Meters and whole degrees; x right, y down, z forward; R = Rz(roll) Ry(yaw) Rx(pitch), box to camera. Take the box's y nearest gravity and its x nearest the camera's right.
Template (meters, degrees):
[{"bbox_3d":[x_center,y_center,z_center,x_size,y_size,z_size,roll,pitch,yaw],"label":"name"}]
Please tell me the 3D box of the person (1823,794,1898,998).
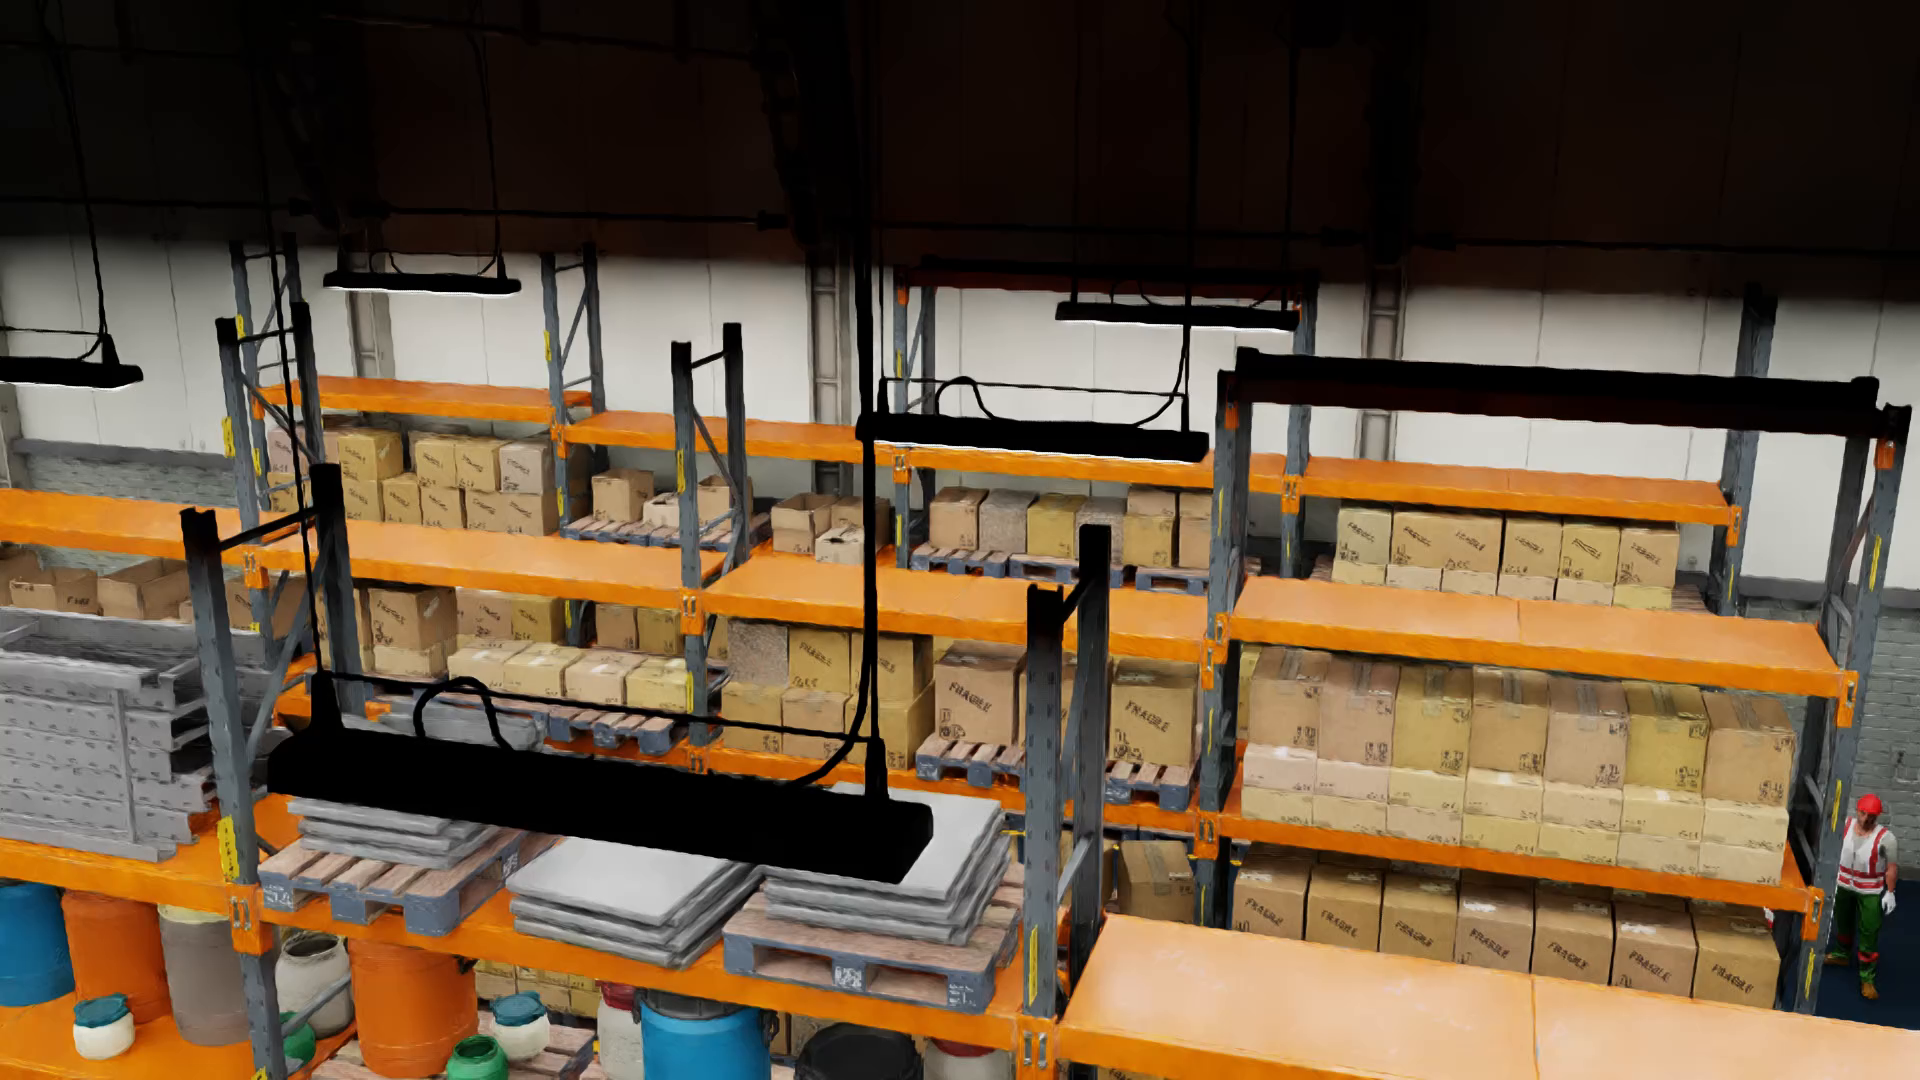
[{"bbox_3d":[8.010,3.093,14.761,0.531,1.785,0.710,-11,20,-34],"label":"person"}]
